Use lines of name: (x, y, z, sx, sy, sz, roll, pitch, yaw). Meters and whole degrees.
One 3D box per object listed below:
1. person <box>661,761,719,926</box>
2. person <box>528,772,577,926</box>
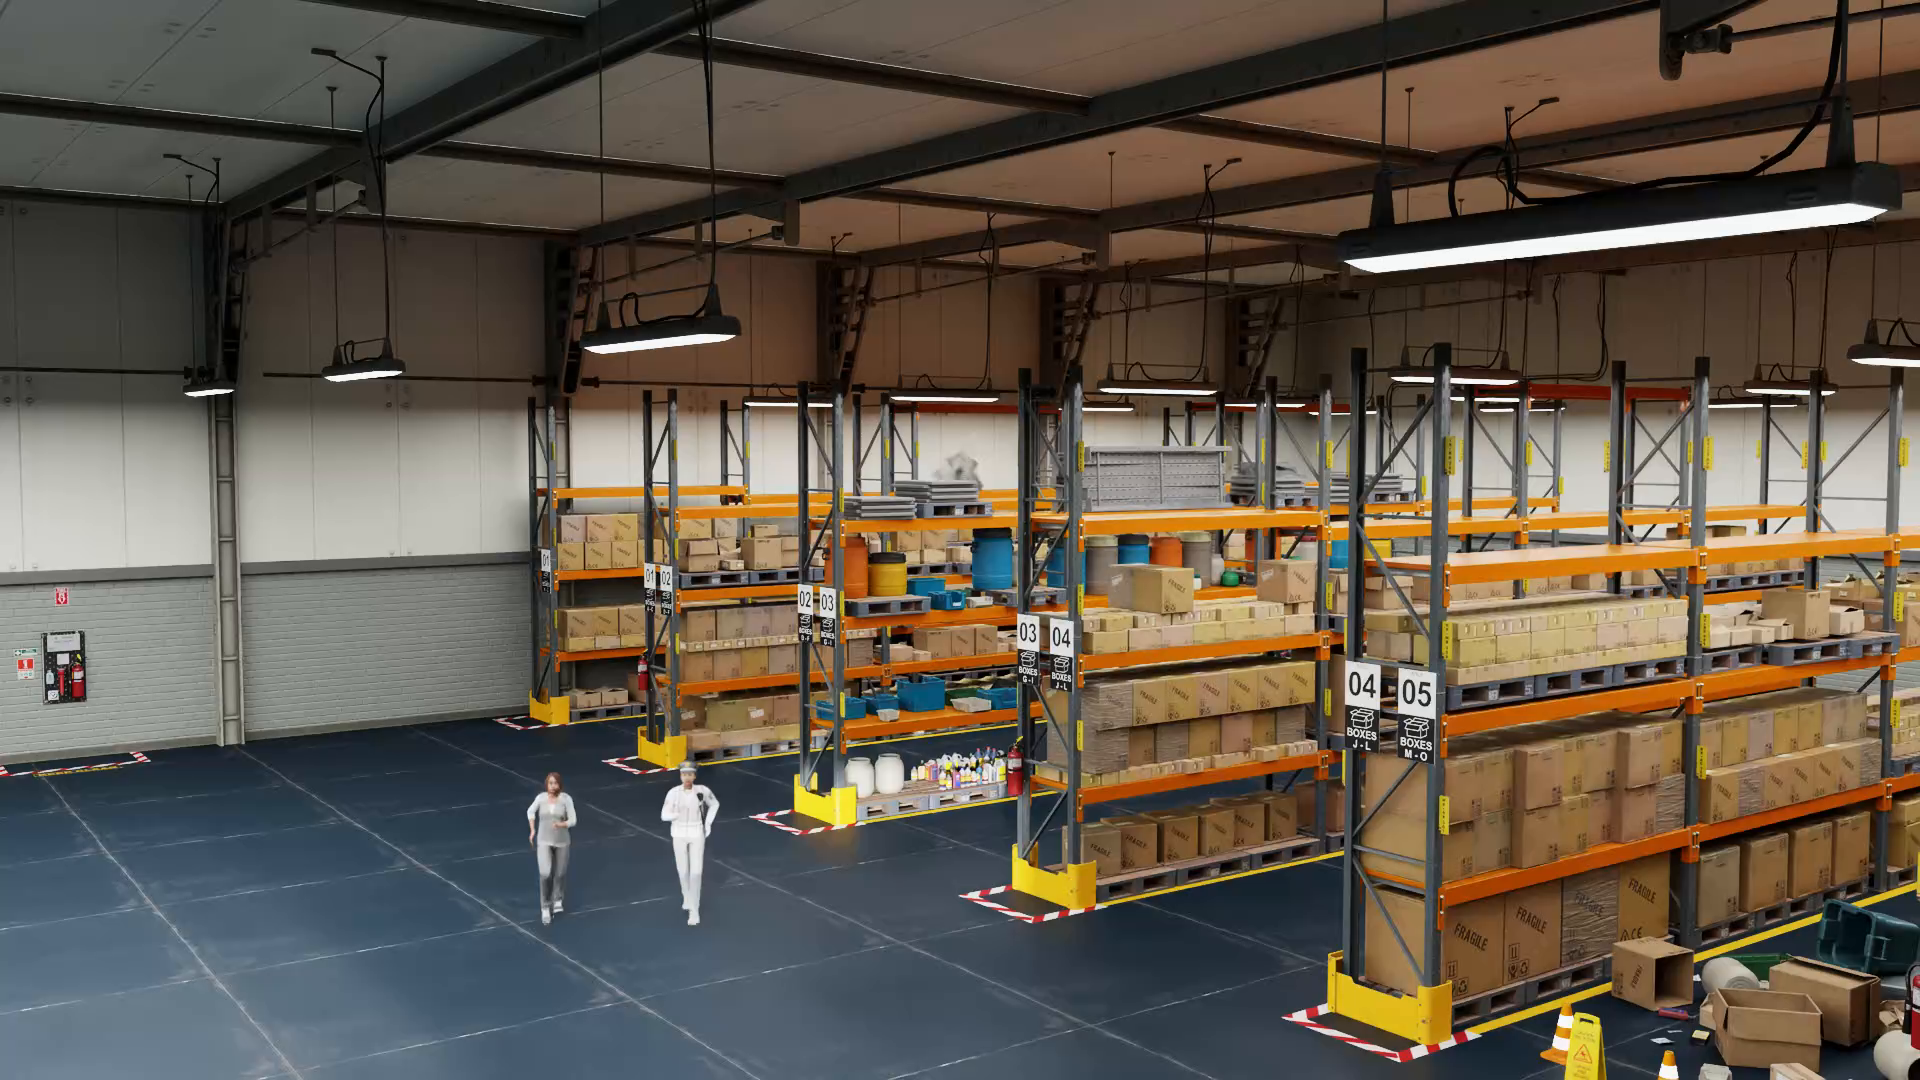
person: (-2.929, 3.252, 18.003, 0.595, 1.751, 0.710, 0, 3, -2)
person: (-4.385, 3.306, 17.897, 0.503, 1.627, 0.691, -1, 4, -16)
